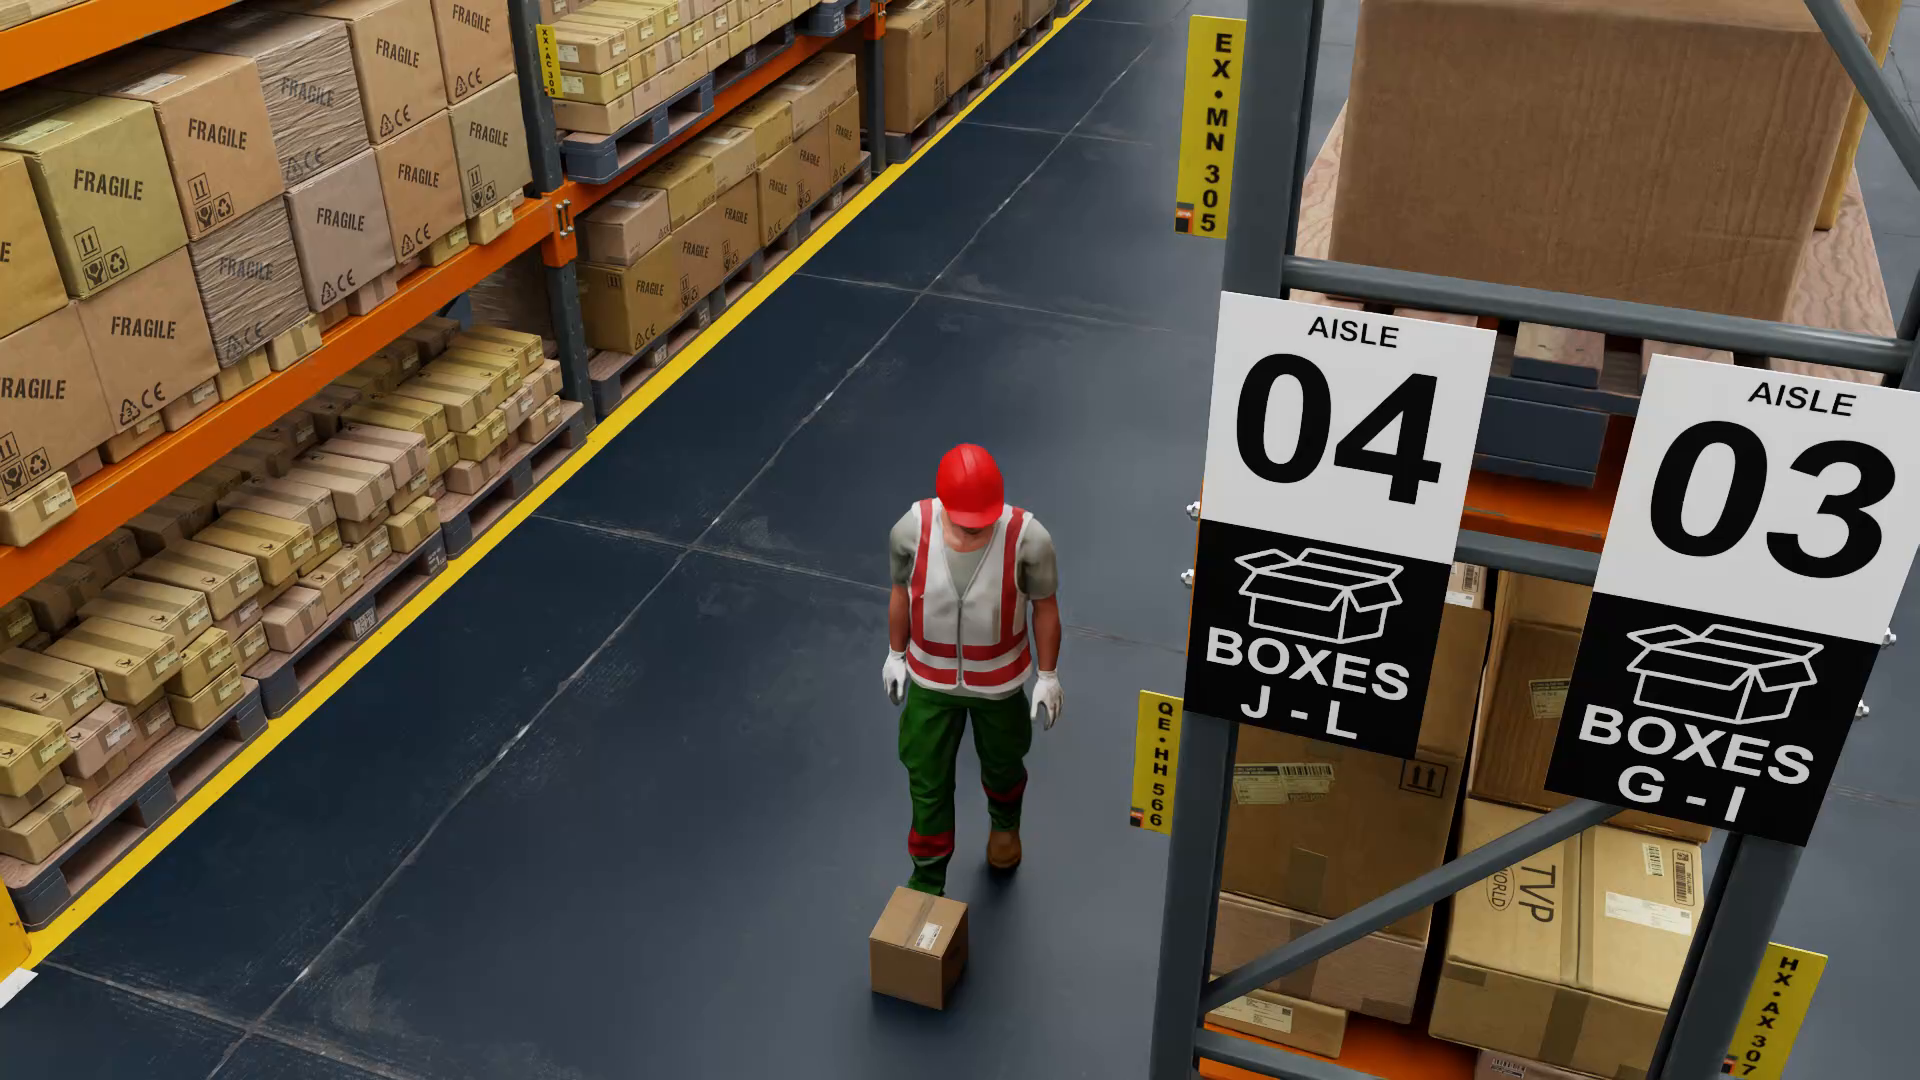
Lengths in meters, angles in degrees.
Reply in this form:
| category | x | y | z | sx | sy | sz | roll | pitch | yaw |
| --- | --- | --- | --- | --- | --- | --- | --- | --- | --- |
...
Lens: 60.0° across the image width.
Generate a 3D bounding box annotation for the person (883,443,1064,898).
| category | x | y | z | sx | sy | sz | roll | pitch | yaw |
| --- | --- | --- | --- | --- | --- | --- | --- | --- | --- |
| person | 4.979 | -1.692 | 8.722 | 9.046 | 1.764 | 10.338 | 5 | 33 | 8 |
